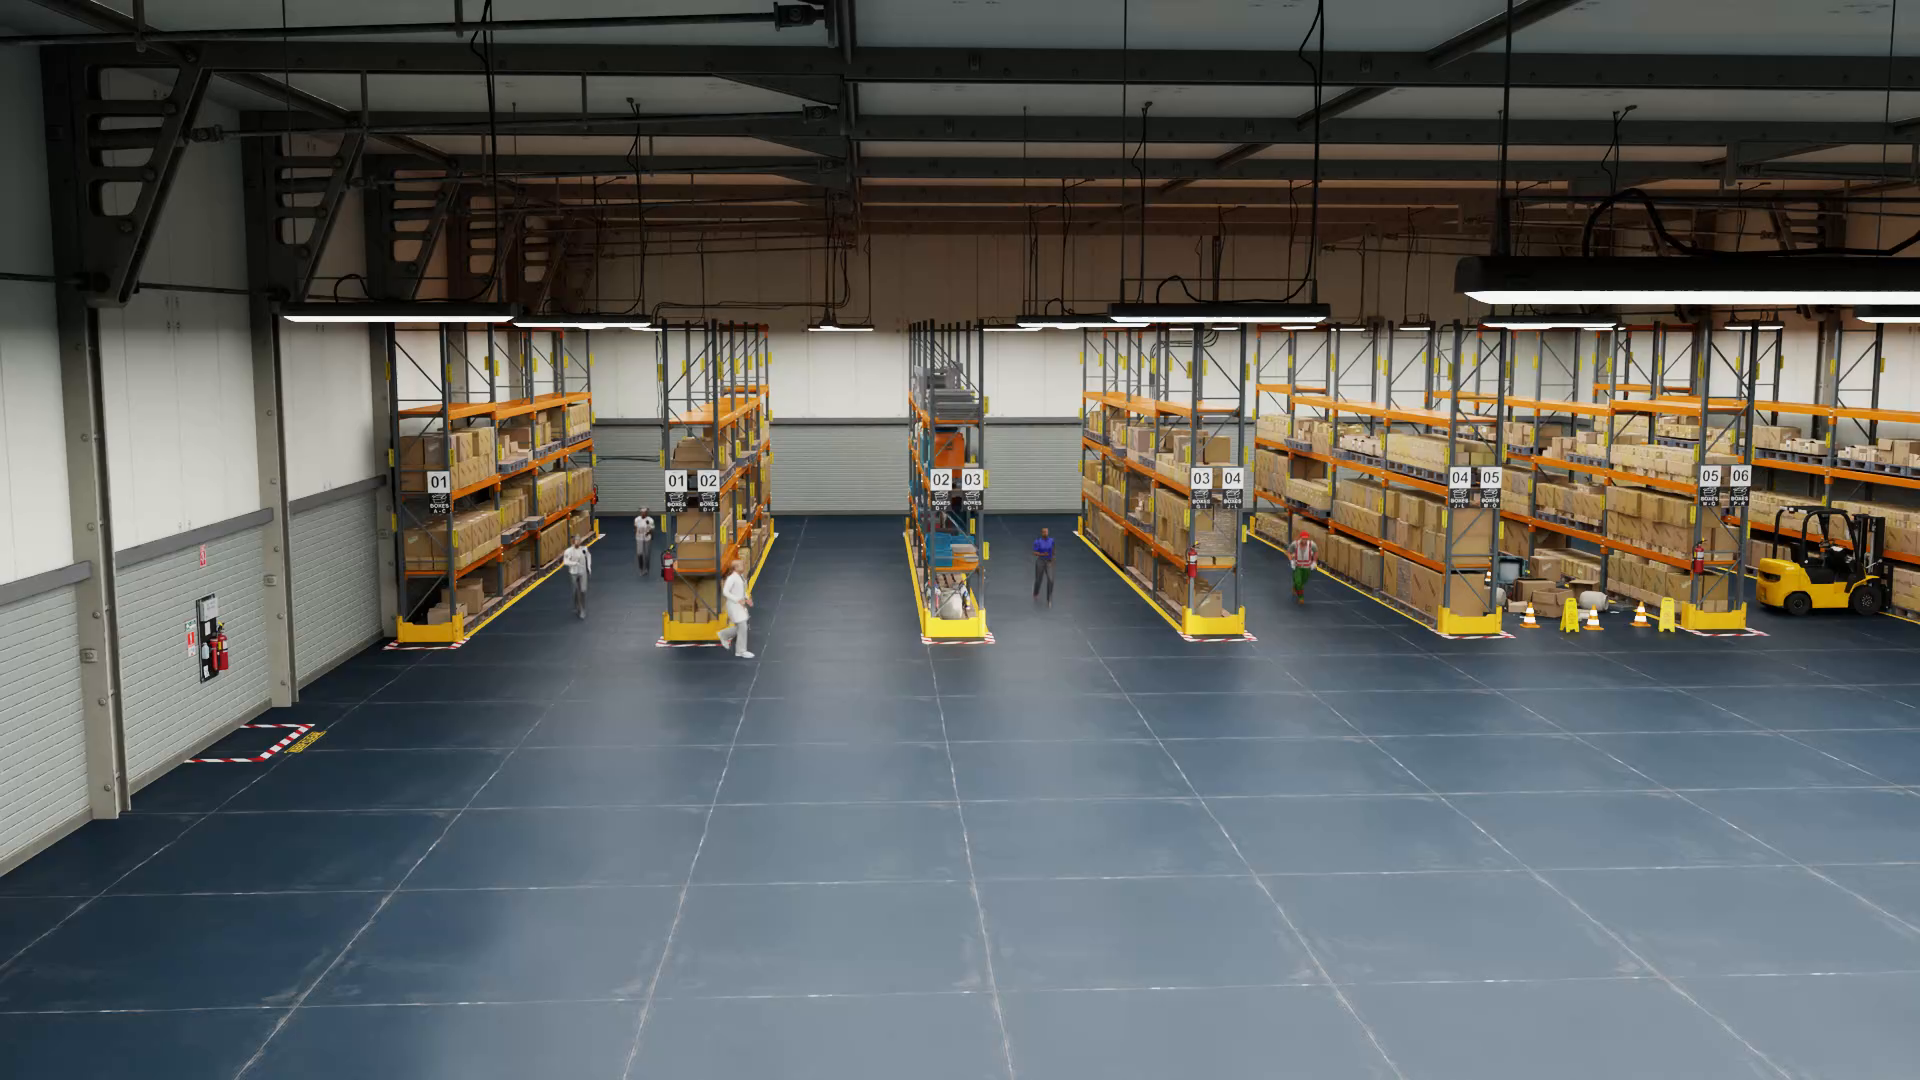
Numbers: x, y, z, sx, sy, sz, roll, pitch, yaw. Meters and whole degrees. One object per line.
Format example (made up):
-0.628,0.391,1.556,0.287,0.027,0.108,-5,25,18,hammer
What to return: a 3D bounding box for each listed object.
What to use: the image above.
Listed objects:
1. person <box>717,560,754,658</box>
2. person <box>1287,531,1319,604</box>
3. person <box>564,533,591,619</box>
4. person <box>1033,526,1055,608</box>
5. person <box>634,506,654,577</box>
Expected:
-4.034,1.220,29.573,0.761,1.759,0.718,2,7,14,person
7.288,0.560,35.449,0.664,1.598,1.024,0,7,2,person
-7.765,0.719,33.779,0.548,1.745,0.832,-2,7,-15,person
1.784,0.609,35.230,0.558,1.612,0.849,-2,7,-15,person
-7.513,0.024,39.564,0.491,1.706,0.789,-1,7,-9,person
